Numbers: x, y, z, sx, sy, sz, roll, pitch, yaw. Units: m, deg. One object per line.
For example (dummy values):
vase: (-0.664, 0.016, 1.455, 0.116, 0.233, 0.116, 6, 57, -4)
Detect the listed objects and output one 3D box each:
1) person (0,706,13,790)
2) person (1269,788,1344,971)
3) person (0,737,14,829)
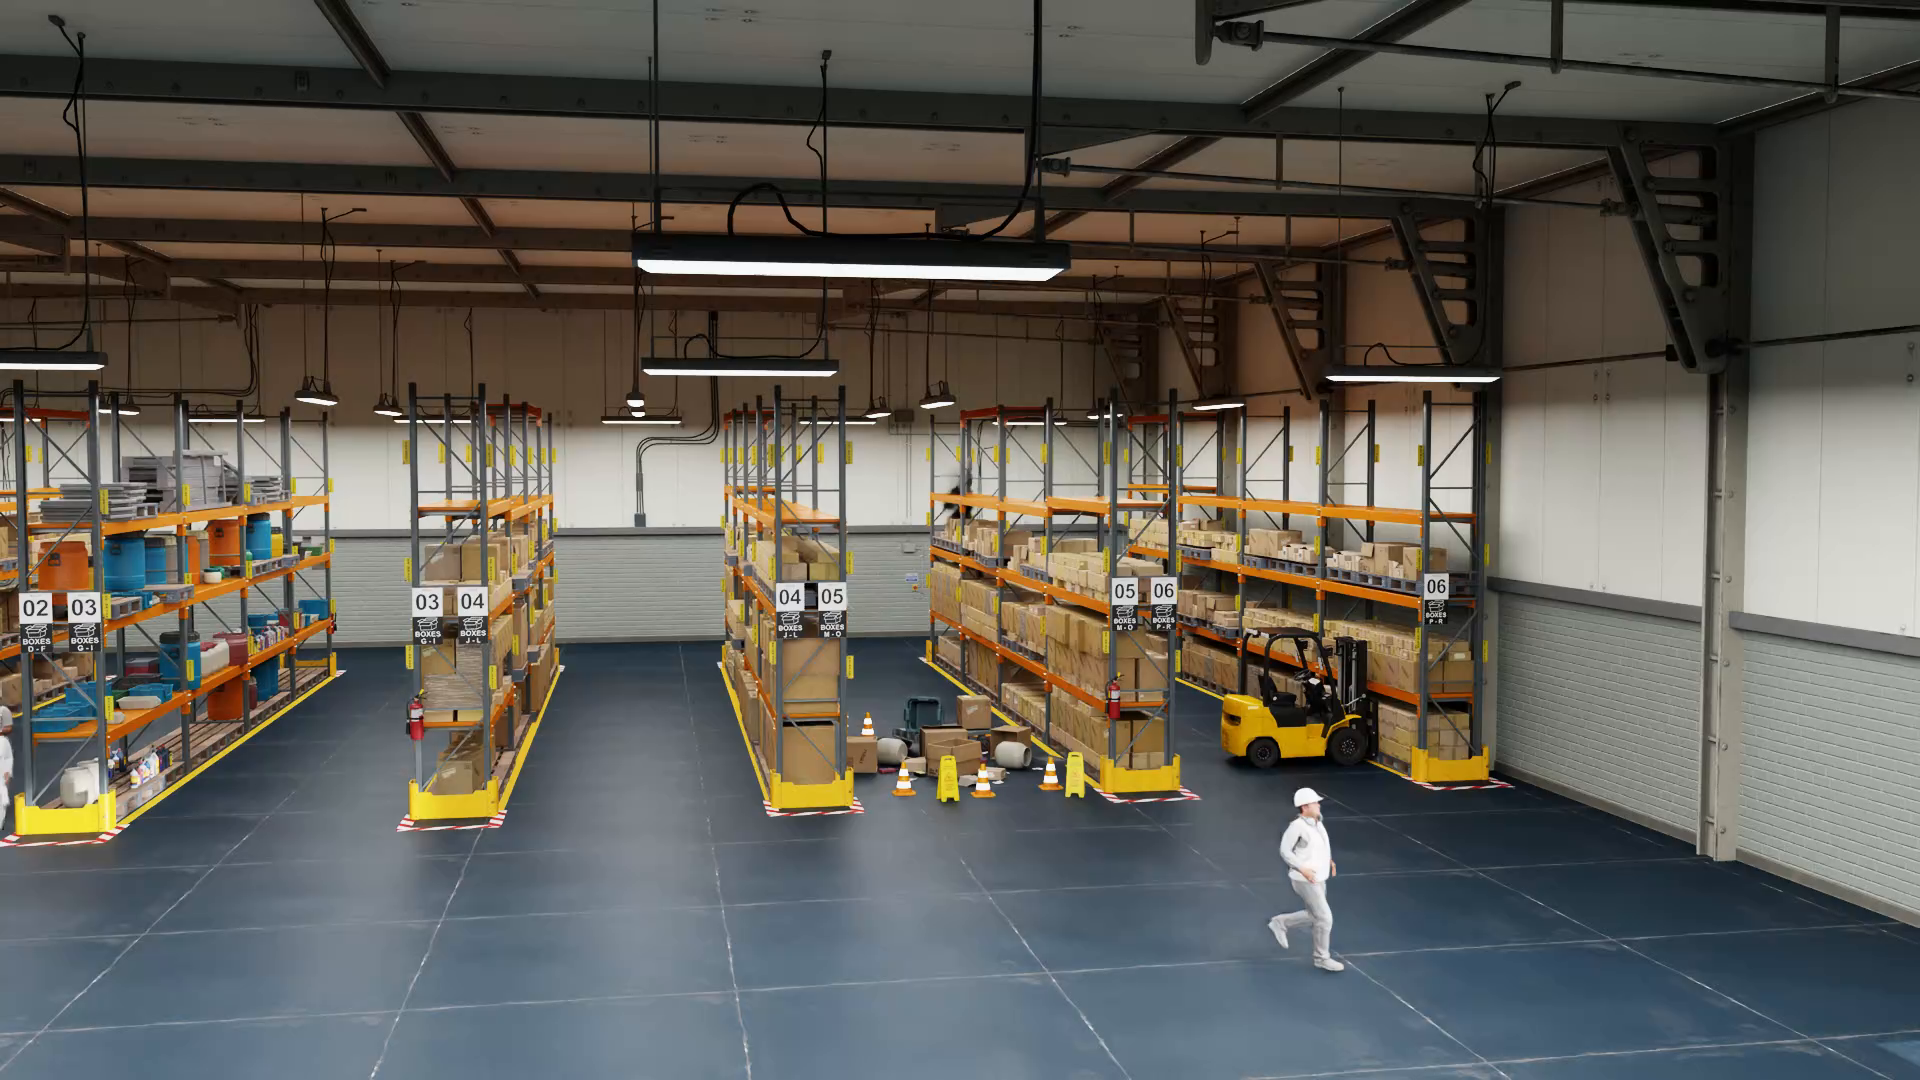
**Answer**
person: (-13.454, 2.944, 23.012, 0.661, 1.847, 0.785, -1, 3, -18)
person: (3.382, 3.296, 16.294, 0.813, 1.745, 0.676, 2, 3, 33)
person: (-12.192, 3.086, 20.816, 0.692, 1.738, 0.732, 2, 3, 33)
